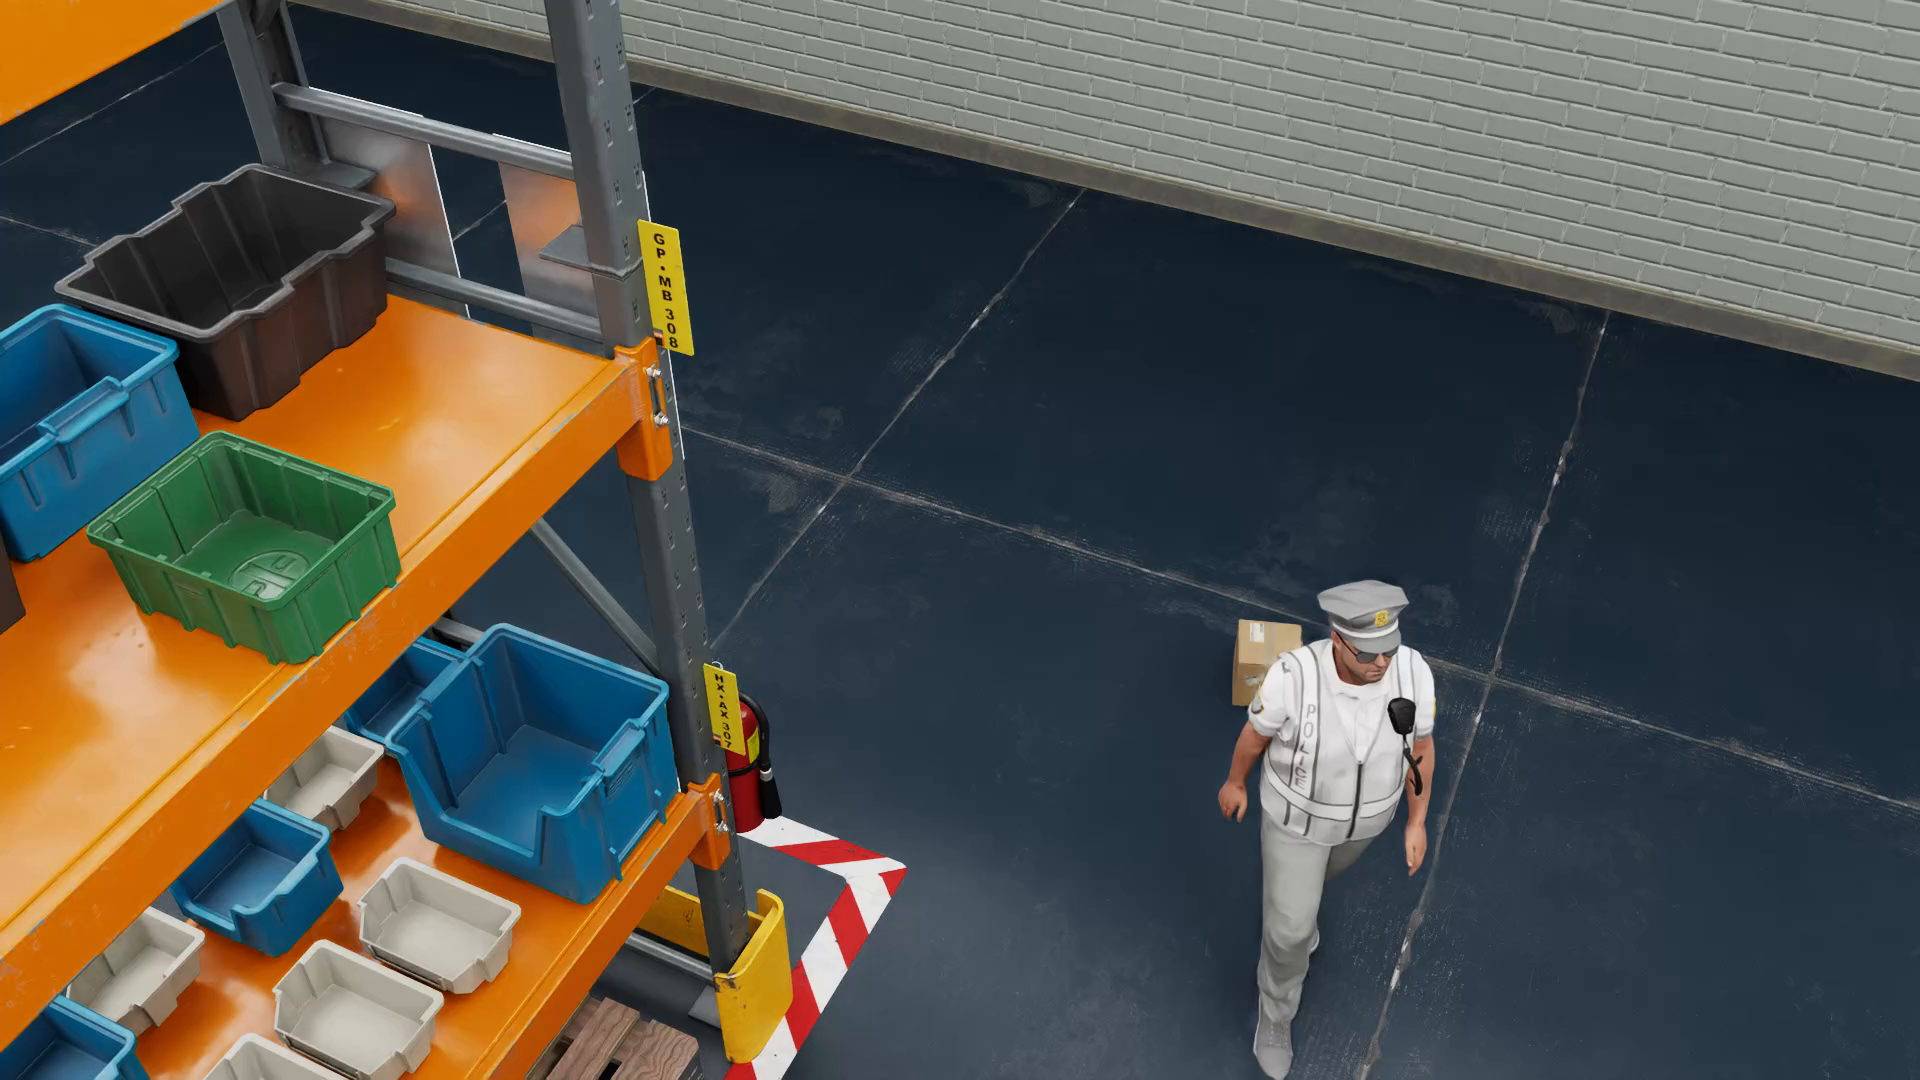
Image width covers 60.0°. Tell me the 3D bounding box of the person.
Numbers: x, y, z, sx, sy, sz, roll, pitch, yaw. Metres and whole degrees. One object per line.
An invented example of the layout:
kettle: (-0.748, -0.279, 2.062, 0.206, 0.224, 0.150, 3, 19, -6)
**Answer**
person: (1.170, 0.916, 5.104, 0.584, 1.760, 0.918, -8, 42, -9)
